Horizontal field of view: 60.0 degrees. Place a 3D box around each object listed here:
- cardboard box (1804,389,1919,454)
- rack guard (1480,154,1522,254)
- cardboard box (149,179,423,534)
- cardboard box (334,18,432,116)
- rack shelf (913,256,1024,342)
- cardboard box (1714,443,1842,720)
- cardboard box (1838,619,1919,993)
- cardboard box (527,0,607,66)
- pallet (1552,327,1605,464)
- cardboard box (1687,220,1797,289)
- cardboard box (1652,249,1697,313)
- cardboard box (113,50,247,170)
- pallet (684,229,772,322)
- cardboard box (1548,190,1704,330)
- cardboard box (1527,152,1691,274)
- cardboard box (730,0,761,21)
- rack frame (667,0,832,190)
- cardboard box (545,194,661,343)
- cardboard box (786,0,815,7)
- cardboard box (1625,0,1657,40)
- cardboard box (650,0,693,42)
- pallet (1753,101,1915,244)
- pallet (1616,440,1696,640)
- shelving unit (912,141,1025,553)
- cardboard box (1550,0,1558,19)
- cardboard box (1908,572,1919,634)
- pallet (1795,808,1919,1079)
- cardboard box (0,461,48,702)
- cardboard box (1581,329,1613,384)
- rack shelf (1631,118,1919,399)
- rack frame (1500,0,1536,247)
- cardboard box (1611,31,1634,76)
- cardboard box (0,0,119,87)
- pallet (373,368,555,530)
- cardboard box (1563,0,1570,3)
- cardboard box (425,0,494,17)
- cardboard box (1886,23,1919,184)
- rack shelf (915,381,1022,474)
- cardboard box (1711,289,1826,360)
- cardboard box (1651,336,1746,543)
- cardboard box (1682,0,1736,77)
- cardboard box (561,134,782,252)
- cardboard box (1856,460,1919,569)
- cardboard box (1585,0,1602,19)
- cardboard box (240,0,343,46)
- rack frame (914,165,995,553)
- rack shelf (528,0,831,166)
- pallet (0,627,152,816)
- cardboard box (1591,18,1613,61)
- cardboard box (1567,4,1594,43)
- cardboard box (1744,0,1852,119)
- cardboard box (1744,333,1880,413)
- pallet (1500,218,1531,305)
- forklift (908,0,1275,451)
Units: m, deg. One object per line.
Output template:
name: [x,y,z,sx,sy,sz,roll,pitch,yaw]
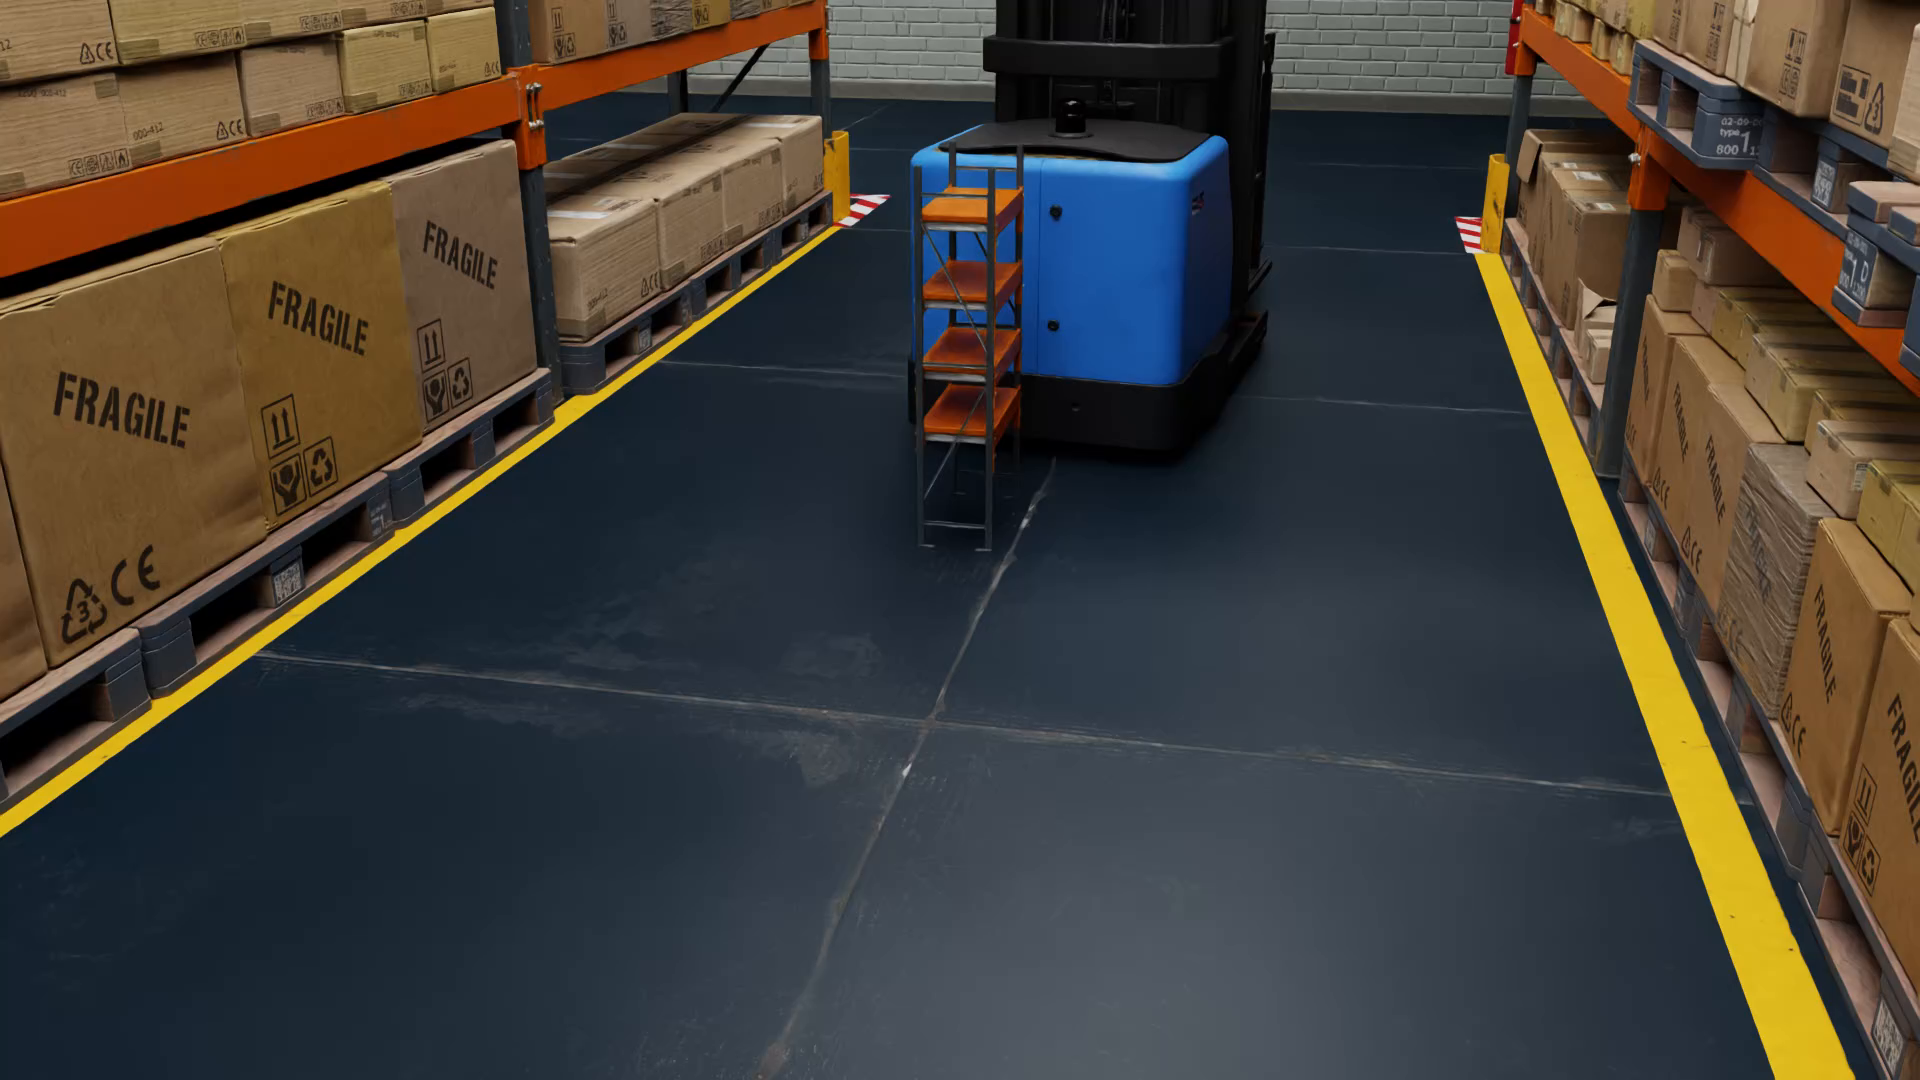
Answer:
cardboard box: [2.190,-0.232,3.829,0.380,0.149,0.250,5,22,11]
rack guard: [3.556,-1.865,9.316,1.175,0.500,0.348,4,22,11]
cardboard box: [-2.329,-0.612,5.140,0.875,0.875,0.875,5,22,12]
cardboard box: [-2.054,-1.528,5.332,0.500,0.250,0.500,4,22,10]
rack shelf: [0.034,-0.762,5.221,0.258,0.148,0.480,4,22,11]
cardboard box: [2.120,0.102,3.870,0.500,0.500,0.500,4,22,9]
cardboard box: [1.928,0.485,2.919,0.500,0.500,0.500,4,22,10]
cardboard box: [-1.752,-2.165,6.580,0.500,0.500,0.500,5,23,13]
pallet: [2.897,-0.547,6.430,1.003,0.211,1.213,4,22,11]
cardboard box: [2.416,-0.854,4.977,0.380,0.149,0.250,3,22,8]
cardboard box: [2.422,-0.815,5.278,0.380,0.149,0.250,6,23,13]
cardboard box: [-2.277,-1.155,4.408,0.500,0.250,0.500,4,22,11]
pallet: [-1.626,-1.393,8.530,1.003,0.211,1.213,4,22,11]
cardboard box: [2.930,-1.182,7.057,0.700,0.500,0.500,4,22,9]
cardboard box: [3.142,-1.562,8.000,0.700,0.500,0.500,5,23,13]
cardboard box: [-1.340,-2.908,8.425,0.500,0.500,0.500,5,22,12]
rack frame: [-1.288,-3.430,9.854,1.000,3.000,0.127,4,22,11]
cardboard box: [-1.871,-1.194,7.172,0.875,0.438,0.875,4,22,10]
cardboard box: [-1.127,-3.279,9.347,0.500,0.500,0.500,5,22,11]
cardboard box: [2.621,-1.863,5.767,0.500,0.250,0.500,5,22,12]
cardboard box: [-1.538,-2.530,7.486,0.500,0.500,0.500,5,22,11]
pallet: [2.332,-0.749,3.456,1.003,0.211,1.213,4,22,11]
pallet: [2.627,0.004,5.061,1.003,0.211,1.213,4,22,11]
shelving unit: [0.034,-0.617,5.280,0.258,1.200,0.503,4,22,11]
cardboard box: [3.230,-2.740,8.479,0.380,0.149,0.250,5,22,12]
cardboard box: [1.915,0.142,2.902,0.380,0.149,0.250,4,22,9]
pallet: [2.129,0.897,2.845,1.003,0.211,1.213,4,22,11]
cardboard box: [-2.698,0.041,3.519,0.875,0.875,0.875,4,22,10]
cardboard box: [2.582,-0.688,6.301,0.380,0.149,0.250,4,22,9]
rack shelf: [2.348,-0.525,3.604,1.077,0.370,4.000,4,22,11]
rack frame: [3.572,-3.053,8.918,1.000,3.000,0.127,4,22,11]
cardboard box: [2.635,-1.803,6.151,0.380,0.149,0.250,5,22,12]
cardboard box: [-2.355,-1.203,3.857,0.500,0.250,0.500,4,22,11]
pallet: [-2.188,-0.385,6.028,1.003,0.211,1.213,4,22,11]
cardboard box: [3.013,-2.606,7.611,0.500,0.250,0.500,4,22,10]
cardboard box: [-1.956,-1.949,5.710,0.500,0.250,0.500,4,22,11]
cardboard box: [1.838,-0.663,2.622,0.500,0.250,0.500,3,22,8]
rack shelf: [0.034,-0.371,5.379,0.258,0.148,0.480,4,22,11]
cardboard box: [2.400,-0.613,4.776,0.380,0.149,0.250,3,22,8]
cardboard box: [2.338,-0.270,4.792,0.500,0.500,0.500,4,22,10]
cardboard box: [2.332,-1.482,4.321,0.700,0.500,0.500,5,22,12]
cardboard box: [-1.503,-1.852,8.803,0.875,0.438,0.875,5,22,12]
cardboard box: [2.063,-0.042,3.359,0.380,0.149,0.250,4,22,10]
cardboard box: [2.823,-2.229,6.675,0.500,0.250,0.500,4,22,11]
cardboard box: [-2.151,-1.576,4.783,0.500,0.250,0.500,5,22,12]
rack frame: [-0.016,-0.528,5.058,0.240,1.200,0.015,4,22,11]
rack shelf: [-1.696,-2.364,8.172,1.077,0.370,4.000,4,22,11]
pallet: [-2.686,0.507,3.812,1.003,0.211,1.213,4,22,11]
cardboard box: [2.739,-1.992,6.621,0.380,0.149,0.250,4,22,10]
cardboard box: [2.891,-2.272,7.315,0.380,0.149,0.250,5,22,12]
cardboard box: [2.172,-1.195,3.609,0.700,0.500,0.500,4,22,11]
cardboard box: [2.270,-0.423,4.305,0.380,0.149,0.250,4,22,11]
pallet: [3.395,-1.440,8.646,1.003,0.211,1.213,4,22,11]
forklift: [0.758,-2.200,6.894,1.130,2.935,3.031,7,23,17]
